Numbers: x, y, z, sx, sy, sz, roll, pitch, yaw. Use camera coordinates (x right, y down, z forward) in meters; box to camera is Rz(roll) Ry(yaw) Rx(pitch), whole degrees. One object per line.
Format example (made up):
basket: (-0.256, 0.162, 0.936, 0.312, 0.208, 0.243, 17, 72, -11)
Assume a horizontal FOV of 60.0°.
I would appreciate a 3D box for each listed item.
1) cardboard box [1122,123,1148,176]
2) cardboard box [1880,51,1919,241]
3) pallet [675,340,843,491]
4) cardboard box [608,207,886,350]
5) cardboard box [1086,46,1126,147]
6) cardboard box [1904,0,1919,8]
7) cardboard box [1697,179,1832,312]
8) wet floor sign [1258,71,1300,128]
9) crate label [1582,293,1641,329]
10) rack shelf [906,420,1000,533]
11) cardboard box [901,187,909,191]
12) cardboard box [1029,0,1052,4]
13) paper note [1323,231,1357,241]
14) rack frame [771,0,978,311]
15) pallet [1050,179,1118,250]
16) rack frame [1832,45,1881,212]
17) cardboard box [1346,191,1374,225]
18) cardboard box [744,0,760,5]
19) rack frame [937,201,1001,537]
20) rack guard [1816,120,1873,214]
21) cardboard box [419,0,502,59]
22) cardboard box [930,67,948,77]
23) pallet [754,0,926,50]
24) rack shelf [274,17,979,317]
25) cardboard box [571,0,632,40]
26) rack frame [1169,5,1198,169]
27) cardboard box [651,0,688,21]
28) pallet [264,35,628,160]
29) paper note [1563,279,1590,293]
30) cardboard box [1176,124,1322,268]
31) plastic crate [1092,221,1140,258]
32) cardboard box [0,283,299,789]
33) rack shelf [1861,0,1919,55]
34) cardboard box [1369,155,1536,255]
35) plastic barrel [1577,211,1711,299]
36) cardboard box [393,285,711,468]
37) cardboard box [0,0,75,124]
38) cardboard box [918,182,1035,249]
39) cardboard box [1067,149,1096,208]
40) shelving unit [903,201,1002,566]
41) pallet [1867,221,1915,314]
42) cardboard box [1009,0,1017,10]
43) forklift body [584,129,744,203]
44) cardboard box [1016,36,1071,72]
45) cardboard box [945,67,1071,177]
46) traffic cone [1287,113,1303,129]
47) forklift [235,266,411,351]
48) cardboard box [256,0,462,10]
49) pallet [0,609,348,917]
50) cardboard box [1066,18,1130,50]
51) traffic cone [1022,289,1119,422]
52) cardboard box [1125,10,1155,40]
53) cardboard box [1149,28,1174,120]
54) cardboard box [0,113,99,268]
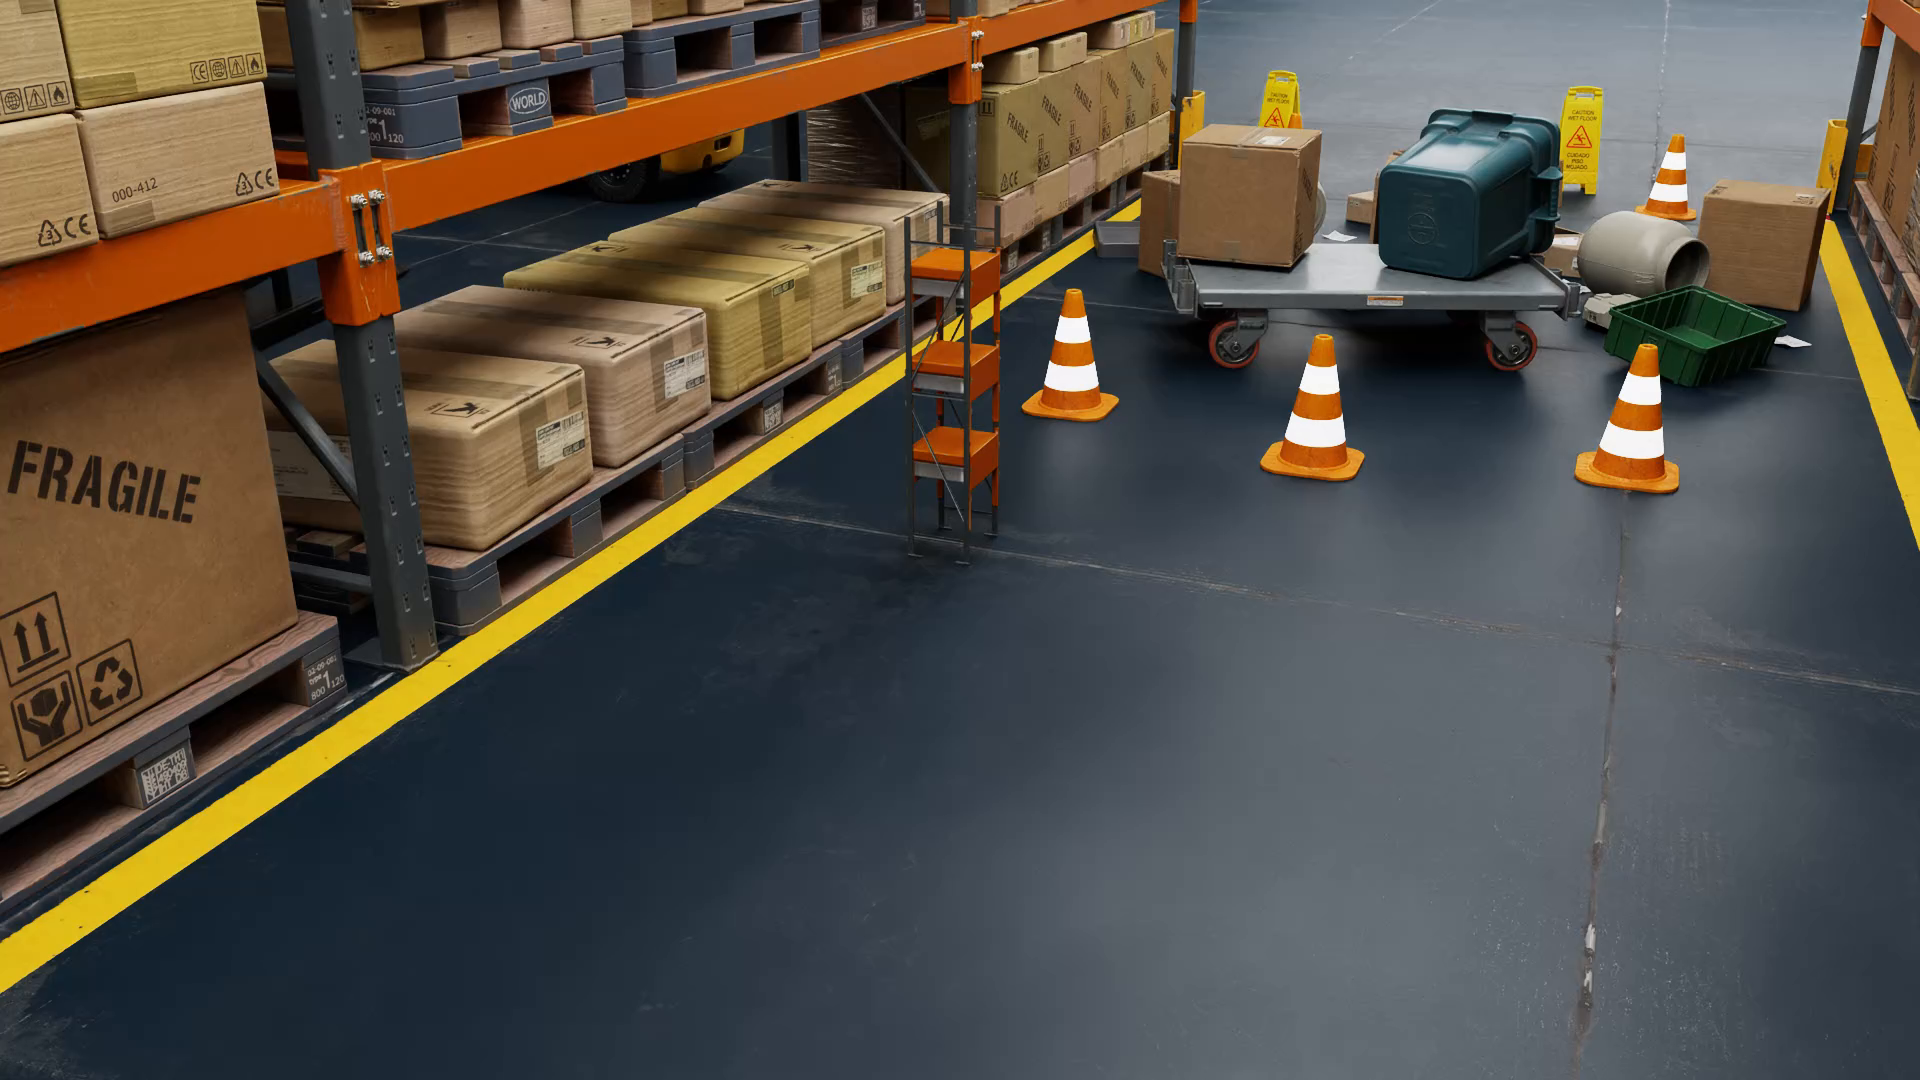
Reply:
cardboard box: (0.828, -2.396, 10.116, 0.500, 0.250, 0.500, 9, 24, 20)
cardboard box: (5.196, -1.956, 8.253, 0.875, 0.875, 0.875, 8, 24, 19)
pallet: (-1.147, -0.548, 6.287, 1.003, 0.211, 1.213, 9, 24, 20)
cardboard box: (-0.864, -1.087, 6.824, 0.950, 0.372, 0.625, 10, 25, 23)
cardboard box: (0.638, -2.563, 9.543, 0.500, 0.500, 0.500, 8, 24, 19)
cardboard box: (5.107, -2.858, 8.005, 0.875, 0.550, 0.550, 9, 24, 20)
cardboard box: (3.850, -1.429, 8.019, 0.500, 0.500, 0.500, 13, 26, 29)
wet floor sign: (2.142, -2.811, 11.142, 0.267, 0.644, 0.232, 19, 29, 38)
crate label: (2.987, -1.026, 7.530, 0.298, 0.136, 0.250, -7, 24, -17)
rack shelf: (-0.020, -0.199, 5.113, 0.215, 0.259, 0.240, 9, 24, 20)
cardboard box: (-0.437, -1.726, 8.513, 0.500, 0.250, 0.500, 10, 25, 22)
cardboard box: (0.248, -2.783, 8.346, 0.380, 0.149, 0.250, 10, 25, 22)
paper note: (2.121, -1.702, 9.299, 0.148, 0.019, 0.142, 19, 29, 38)
rack frame: (-0.407, -2.551, 7.466, 1.000, 3.000, 0.127, 9, 24, 20)
pallet: (0.261, -1.948, 9.640, 1.003, 0.211, 1.213, 9, 24, 20)
rack frame: (5.712, -3.310, 9.283, 1.000, 3.000, 0.127, 9, 24, 20)
cardboard box: (2.467, -1.909, 9.628, 0.250, 0.149, 0.380, -17, 28, -35)
cardboard box: (-0.928, -1.963, 5.838, 0.380, 0.149, 0.250, 8, 24, 18)
rack frame: (0.025, -0.509, 5.106, 0.200, 1.050, 0.008, 9, 24, 20)
rack guard: (5.721, -2.165, 9.785, 1.175, 0.500, 0.348, 9, 24, 20)
cardboard box: (-1.464, -1.384, 4.452, 0.380, 0.149, 0.250, 7, 24, 17)
cardboard box: (-0.249, -2.255, 8.806, 0.500, 0.500, 0.500, 9, 24, 21)
pallet: (-0.826, -2.210, 6.898, 1.003, 0.211, 1.213, 9, 24, 20)
rack shelf: (-1.150, -1.503, 5.891, 1.077, 0.370, 4.000, 9, 24, 20)
cardboard box: (-1.198, -1.570, 4.899, 0.380, 0.149, 0.250, 9, 24, 20)
rack frame: (1.078, -3.983, 10.893, 1.000, 3.000, 0.127, 9, 24, 20)
cardboard box: (-1.112, -1.775, 5.388, 0.380, 0.149, 0.250, 10, 25, 22)
pallet: (-1.727, -1.302, 4.723, 1.213, 0.211, 1.003, 9, 24, 20)
paper note: (3.031, -1.253, 8.220, 0.172, 0.023, 0.155, 19, 29, 38)
cardboard box: (1.256, -1.503, 7.217, 0.500, 0.500, 0.500, 9, 24, 20)
plastic crate: (0.937, -1.648, 9.093, 0.402, 0.080, 0.583, 1, 23, 2)
cardboard box: (-2.227, -0.098, 3.804, 0.875, 0.875, 0.875, 9, 24, 20)
rack shelf: (4.969, -2.262, 7.708, 1.077, 0.370, 4.000, 9, 24, 20)
cardboard box: (2.437, -1.566, 8.171, 0.797, 0.637, 0.503, 9, 24, 20)
plastic barrel: (3.223, -1.315, 7.850, 0.421, 0.421, 0.512, -12, 25, -26)
cardboard box: (-1.407, -0.567, 5.580, 0.950, 0.372, 0.625, 8, 24, 19)
cardboard box: (-2.024, -0.888, 3.029, 0.500, 0.250, 0.500, 8, 24, 19)
cardboard box: (0.063, -1.649, 8.328, 0.500, 0.250, 0.500, 8, 24, 18)
cardboard box: (0.445, -2.032, 9.244, 0.500, 0.250, 0.500, 8, 24, 19)
shelving unit: (-0.020, -0.465, 5.002, 0.215, 1.050, 0.252, 9, 24, 20)
pallet: (5.033, -1.291, 8.067, 1.003, 0.211, 1.213, 9, 24, 20)
cardboard box: (0.053, -2.600, 7.908, 0.380, 0.149, 0.250, 10, 24, 22)
forklift body: (-2.542, -3.360, 10.505, 2.313, 2.155, 1.214, 9, 24, 20)
cardboard box: (0.354, -2.514, 8.586, 0.380, 0.149, 0.250, 10, 25, 22)
cardboard box: (0.250, -2.188, 8.646, 0.500, 0.500, 0.500, 10, 25, 22)
traffic cone: (2.116, -2.473, 10.571, 0.336, 0.463, 0.334, 9, 24, 20)
forklift: (-3.163, -1.858, 5.895, 1.130, 2.935, 3.031, 4, 23, 11)
cardboard box: (-1.511, -1.625, 4.188, 0.500, 0.500, 0.500, 8, 24, 19)
pallet: (-2.256, 0.438, 3.927, 1.003, 0.211, 1.213, 9, 24, 20)
cardboard box: (0.753, -2.904, 9.519, 0.380, 0.149, 0.250, 10, 25, 22)
traffic cone: (0.432, -0.736, 6.413, 0.336, 0.463, 0.334, 9, 24, 20)
cardboard box: (0.949, -3.088, 9.959, 0.380, 0.149, 0.250, 10, 24, 22)
cardboard box: (1.023, -2.930, 10.421, 0.500, 0.500, 0.500, 9, 24, 20)
cardboard box: (-2.015, -0.647, 3.103, 0.500, 0.250, 0.500, 9, 24, 21)
